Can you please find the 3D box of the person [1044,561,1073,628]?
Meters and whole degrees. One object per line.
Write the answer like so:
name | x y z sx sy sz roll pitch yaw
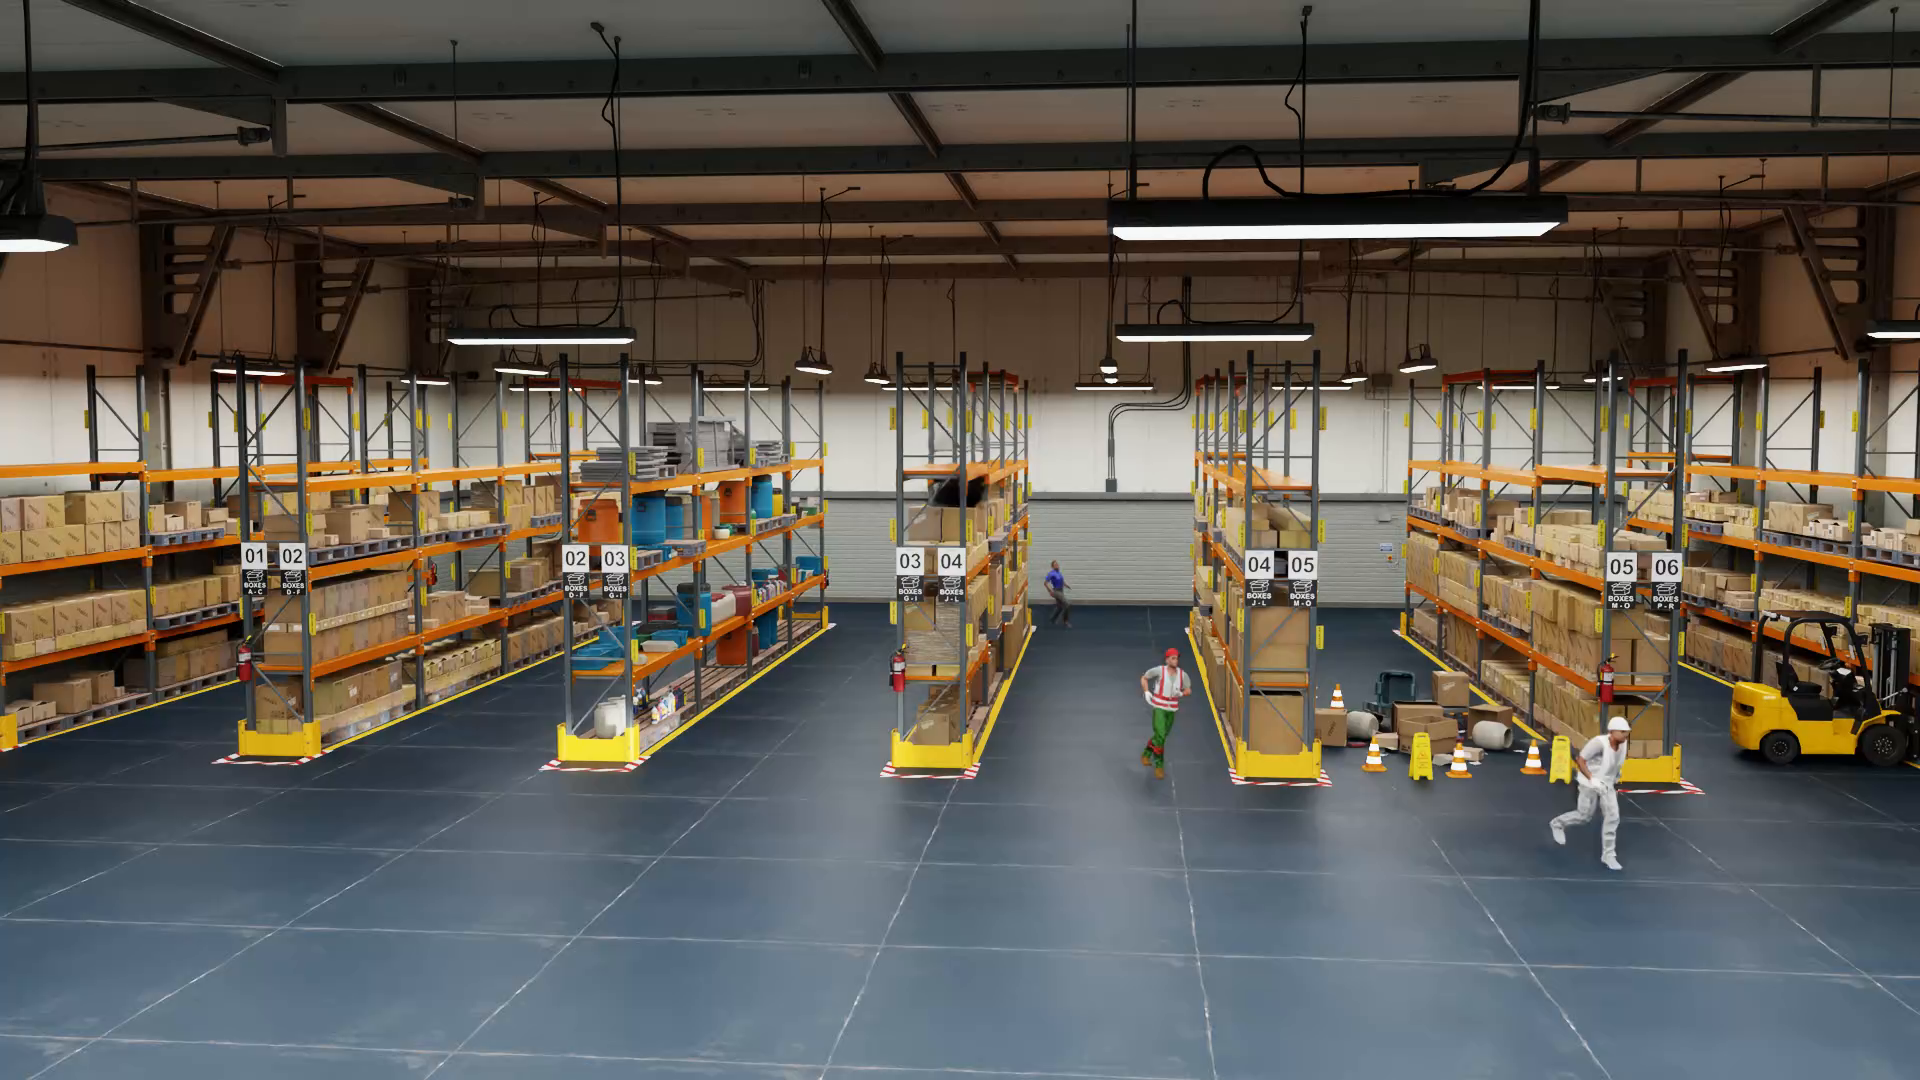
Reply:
person | 2.424 1.338 40.504 0.660 1.655 0.621 2 4 24

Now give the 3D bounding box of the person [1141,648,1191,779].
person | 2.948 2.437 23.741 0.662 1.815 0.857 -1 4 -20

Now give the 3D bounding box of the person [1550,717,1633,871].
person | 7.198 2.821 18.977 0.707 1.727 1.034 -3 5 -34
